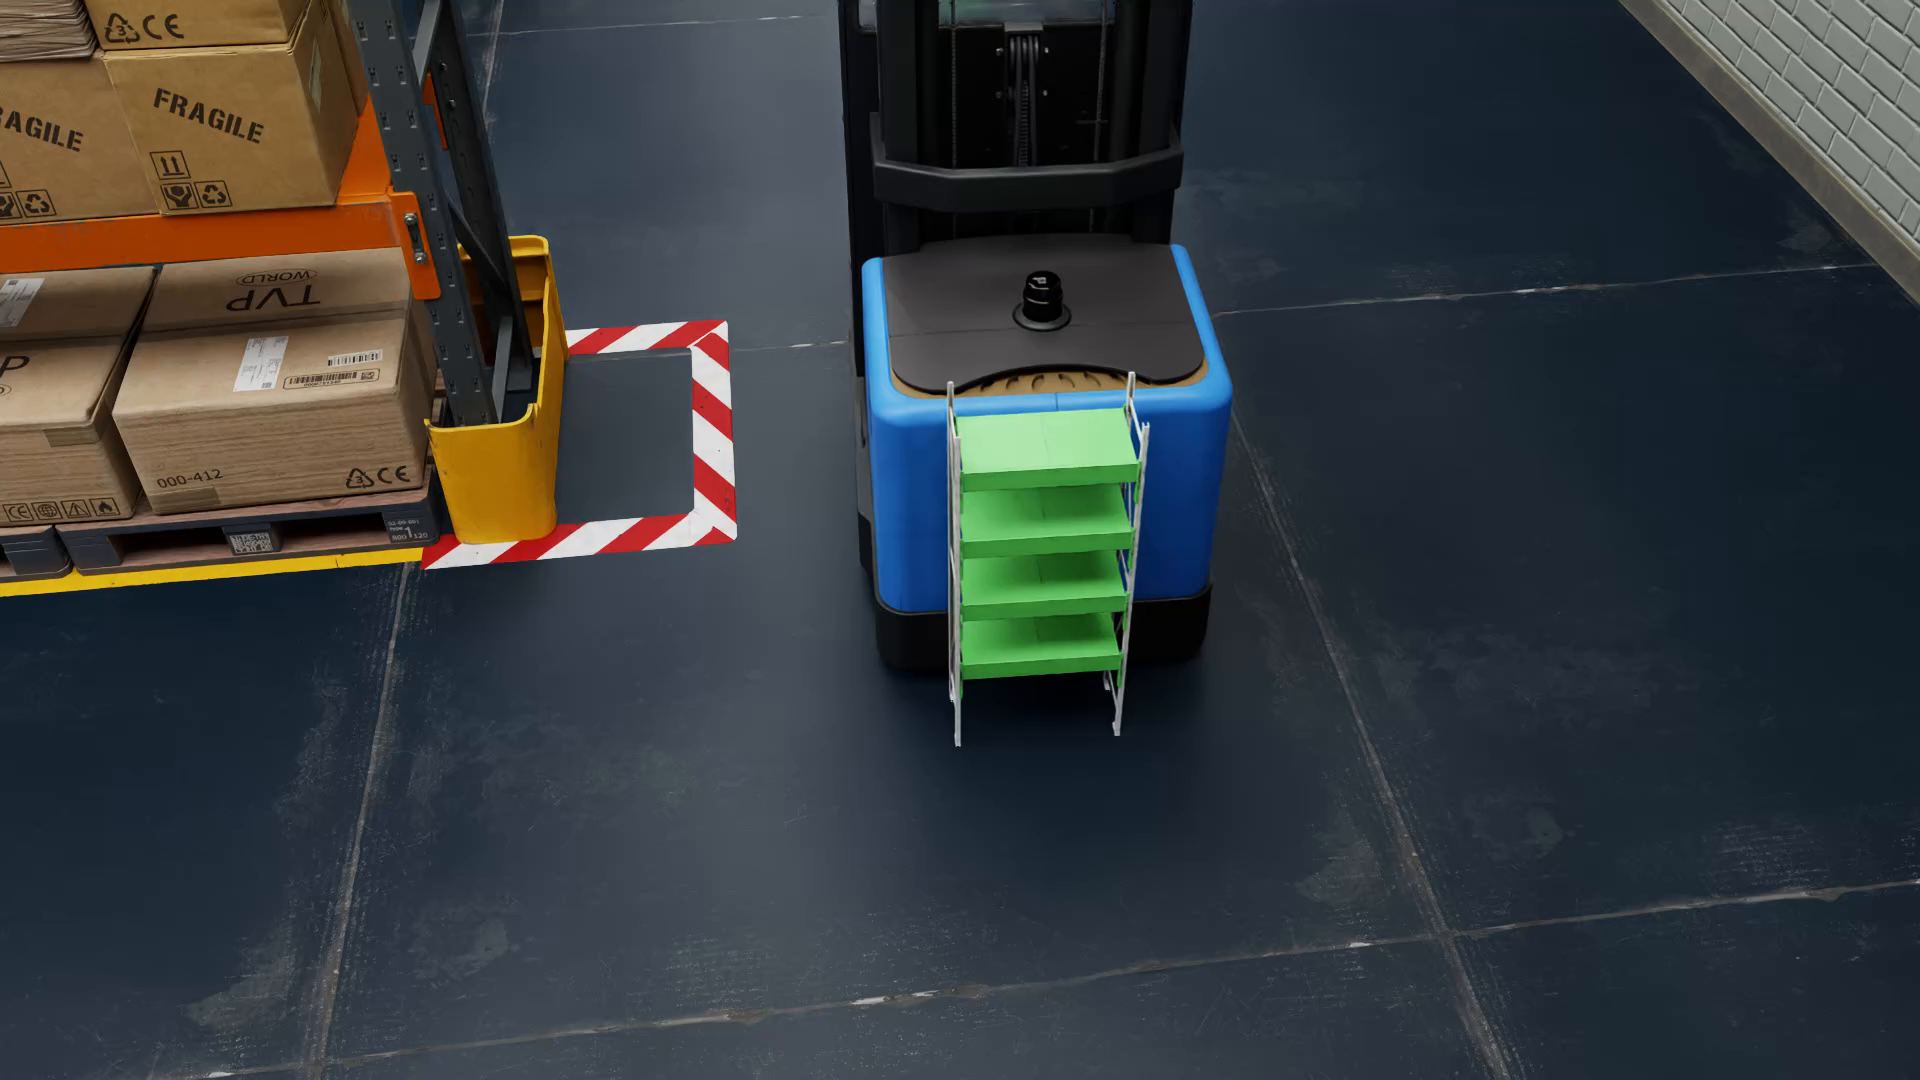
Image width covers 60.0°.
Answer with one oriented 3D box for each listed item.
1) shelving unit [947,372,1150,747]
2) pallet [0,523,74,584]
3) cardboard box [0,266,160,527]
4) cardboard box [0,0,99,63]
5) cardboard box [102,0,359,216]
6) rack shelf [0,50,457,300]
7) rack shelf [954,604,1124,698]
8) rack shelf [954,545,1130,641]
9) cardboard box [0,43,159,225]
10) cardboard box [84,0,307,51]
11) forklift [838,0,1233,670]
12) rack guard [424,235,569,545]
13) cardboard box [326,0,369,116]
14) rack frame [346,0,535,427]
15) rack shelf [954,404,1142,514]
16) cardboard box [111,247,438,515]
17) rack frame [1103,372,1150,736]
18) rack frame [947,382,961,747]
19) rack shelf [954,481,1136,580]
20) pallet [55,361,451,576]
[{"bbox_3d":[0.227,0.090,4.755,0.503,1.200,0.258,-3,42,-4],"label":"shelving unit"},{"bbox_3d":[-3.662,-0.232,5.850,1.213,0.211,1.003,-5,42,-6],"label":"pallet"},{"bbox_3d":[-3.220,-0.489,5.652,0.875,0.438,0.875,-4,42,-4],"label":"cardboard box"},{"bbox_3d":[-2.634,-1.636,4.504,0.500,0.500,0.500,-5,42,-5],"label":"cardboard box"},{"bbox_3d":[-2.116,-1.312,4.891,0.500,0.500,0.500,-5,42,-5],"label":"cardboard box"},{"bbox_3d":[-3.656,-1.052,5.214,4.000,0.370,1.077,-5,42,-6],"label":"rack shelf"},{"bbox_3d":[0.227,0.315,4.958,0.480,0.148,0.258,-3,42,-4],"label":"rack shelf"},{"bbox_3d":[0.227,0.137,4.798,0.480,0.148,0.258,-3,42,-4],"label":"rack shelf"},{"bbox_3d":[-2.616,-1.279,4.854,0.500,0.500,0.500,-6,42,-6],"label":"cardboard box"},{"bbox_3d":[-2.120,-1.701,4.575,0.500,0.500,0.500,-4,42,-4],"label":"cardboard box"},{"bbox_3d":[0.147,-1.664,5.406,1.130,2.935,3.031,-3,42,-3],"label":"forklift"},{"bbox_3d":[-1.649,-0.567,6.005,0.348,0.500,1.175,-5,42,-6],"label":"rack guard"},{"bbox_3d":[-2.186,-1.679,5.297,0.500,0.500,0.500,-5,42,-6],"label":"cardboard box"},{"bbox_3d":[-1.672,-1.493,5.166,0.127,3.000,1.000,-5,42,-6],"label":"rack frame"},{"bbox_3d":[0.227,-0.219,4.476,0.480,0.148,0.258,-3,42,-4],"label":"rack shelf"},{"bbox_3d":[-2.314,-0.574,5.746,0.875,0.438,0.875,-6,42,-7],"label":"cardboard box"},{"bbox_3d":[0.470,0.075,4.771,0.015,1.200,0.240,-3,42,-4],"label":"rack frame"},{"bbox_3d":[-0.016,0.104,4.739,0.015,1.200,0.240,-3,42,-4],"label":"rack frame"},{"bbox_3d":[0.227,-0.041,4.637,0.480,0.148,0.258,-3,42,-4],"label":"rack shelf"},{"bbox_3d":[-2.455,-0.336,5.965,1.213,0.211,1.003,-5,42,-6],"label":"pallet"}]
